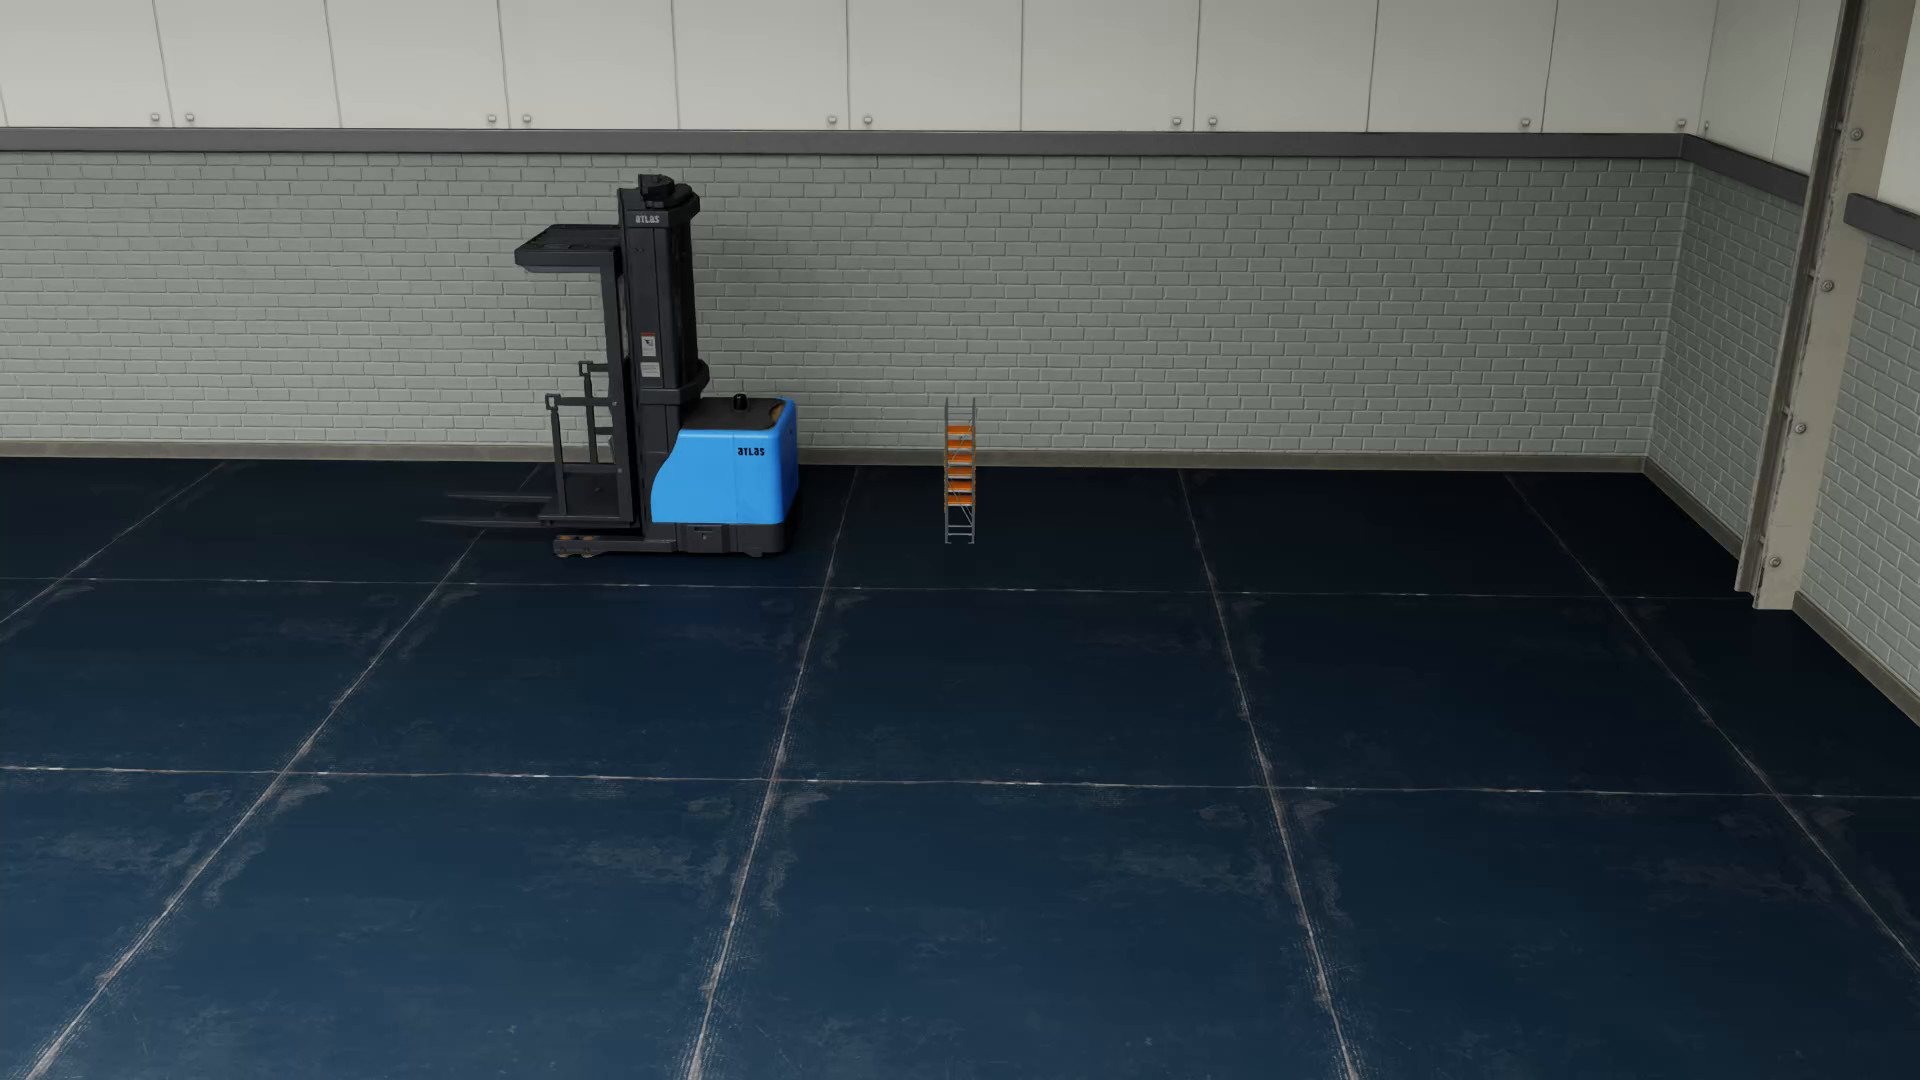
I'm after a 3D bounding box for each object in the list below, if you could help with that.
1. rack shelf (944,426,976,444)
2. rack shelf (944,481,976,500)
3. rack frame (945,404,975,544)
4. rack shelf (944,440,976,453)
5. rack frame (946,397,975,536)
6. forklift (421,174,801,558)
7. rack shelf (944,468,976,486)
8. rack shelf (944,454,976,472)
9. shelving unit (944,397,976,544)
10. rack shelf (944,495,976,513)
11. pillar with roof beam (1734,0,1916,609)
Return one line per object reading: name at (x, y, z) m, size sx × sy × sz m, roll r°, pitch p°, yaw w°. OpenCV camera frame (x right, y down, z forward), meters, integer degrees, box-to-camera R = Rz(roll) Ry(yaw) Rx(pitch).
rack shelf at (0.000, -0.859, 13.505) m, size 0.258 × 0.103 × 0.180 m, roll 1°, pitch 21°, yaw 2°
rack shelf at (0.000, -0.411, 13.678) m, size 0.258 × 0.103 × 0.180 m, roll 1°, pitch 21°, yaw 2°
rack frame at (-0.002, -0.532, 13.533) m, size 0.240 × 1.200 × 0.006 m, roll 1°, pitch 21°, yaw 2°
rack shelf at (0.000, -0.747, 13.548) m, size 0.258 × 0.103 × 0.180 m, roll 1°, pitch 21°, yaw 2°
rack frame at (0.003, -0.598, 13.704) m, size 0.240 × 1.200 × 0.006 m, roll 1°, pitch 21°, yaw 2°
forklift at (-2.894, -1.413, 13.412) m, size 3.031 × 2.935 × 1.130 m, roll 1°, pitch 21°, yaw 3°
rack shelf at (0.000, -0.523, 13.635) m, size 0.258 × 0.103 × 0.180 m, roll 1°, pitch 21°, yaw 2°
rack shelf at (0.000, -0.635, 13.591) m, size 0.258 × 0.103 × 0.180 m, roll 1°, pitch 21°, yaw 2°
shelving unit at (0.000, -0.565, 13.619) m, size 0.258 × 1.200 × 0.189 m, roll 1°, pitch 21°, yaw 2°
rack shelf at (0.000, -0.299, 13.722) m, size 0.258 × 0.103 × 0.180 m, roll 1°, pitch 21°, yaw 2°
pillar with roof beam at (1.827, -3.795, 11.162) m, size 9.100 × 9.000 × 0.400 m, roll 1°, pitch 21°, yaw 2°
